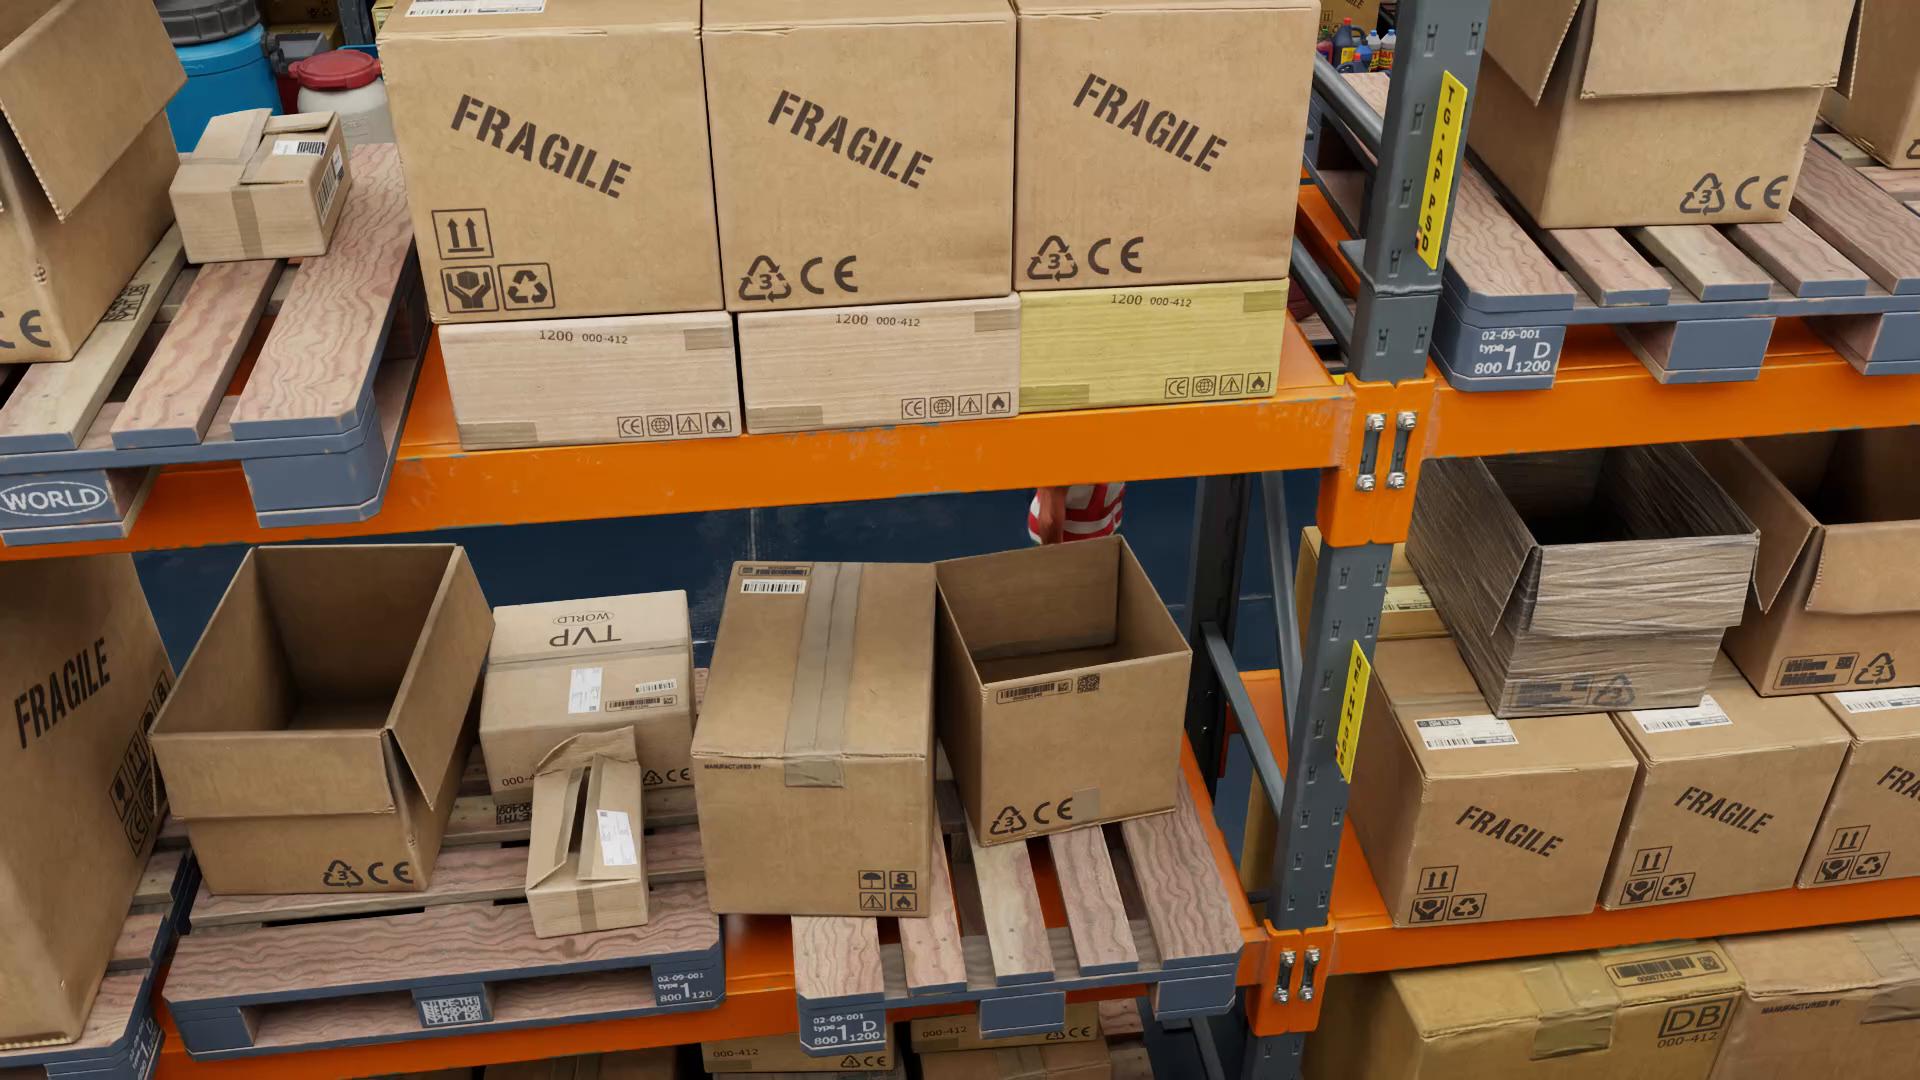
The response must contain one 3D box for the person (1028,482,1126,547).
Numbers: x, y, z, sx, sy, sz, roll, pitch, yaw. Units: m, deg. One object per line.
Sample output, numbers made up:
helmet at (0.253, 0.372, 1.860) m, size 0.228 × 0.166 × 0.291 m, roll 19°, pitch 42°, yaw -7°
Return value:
person at (0.365, -0.032, 6.163) m, size 0.685 × 1.787 × 0.574 m, roll 14°, pitch 37°, yaw 20°
